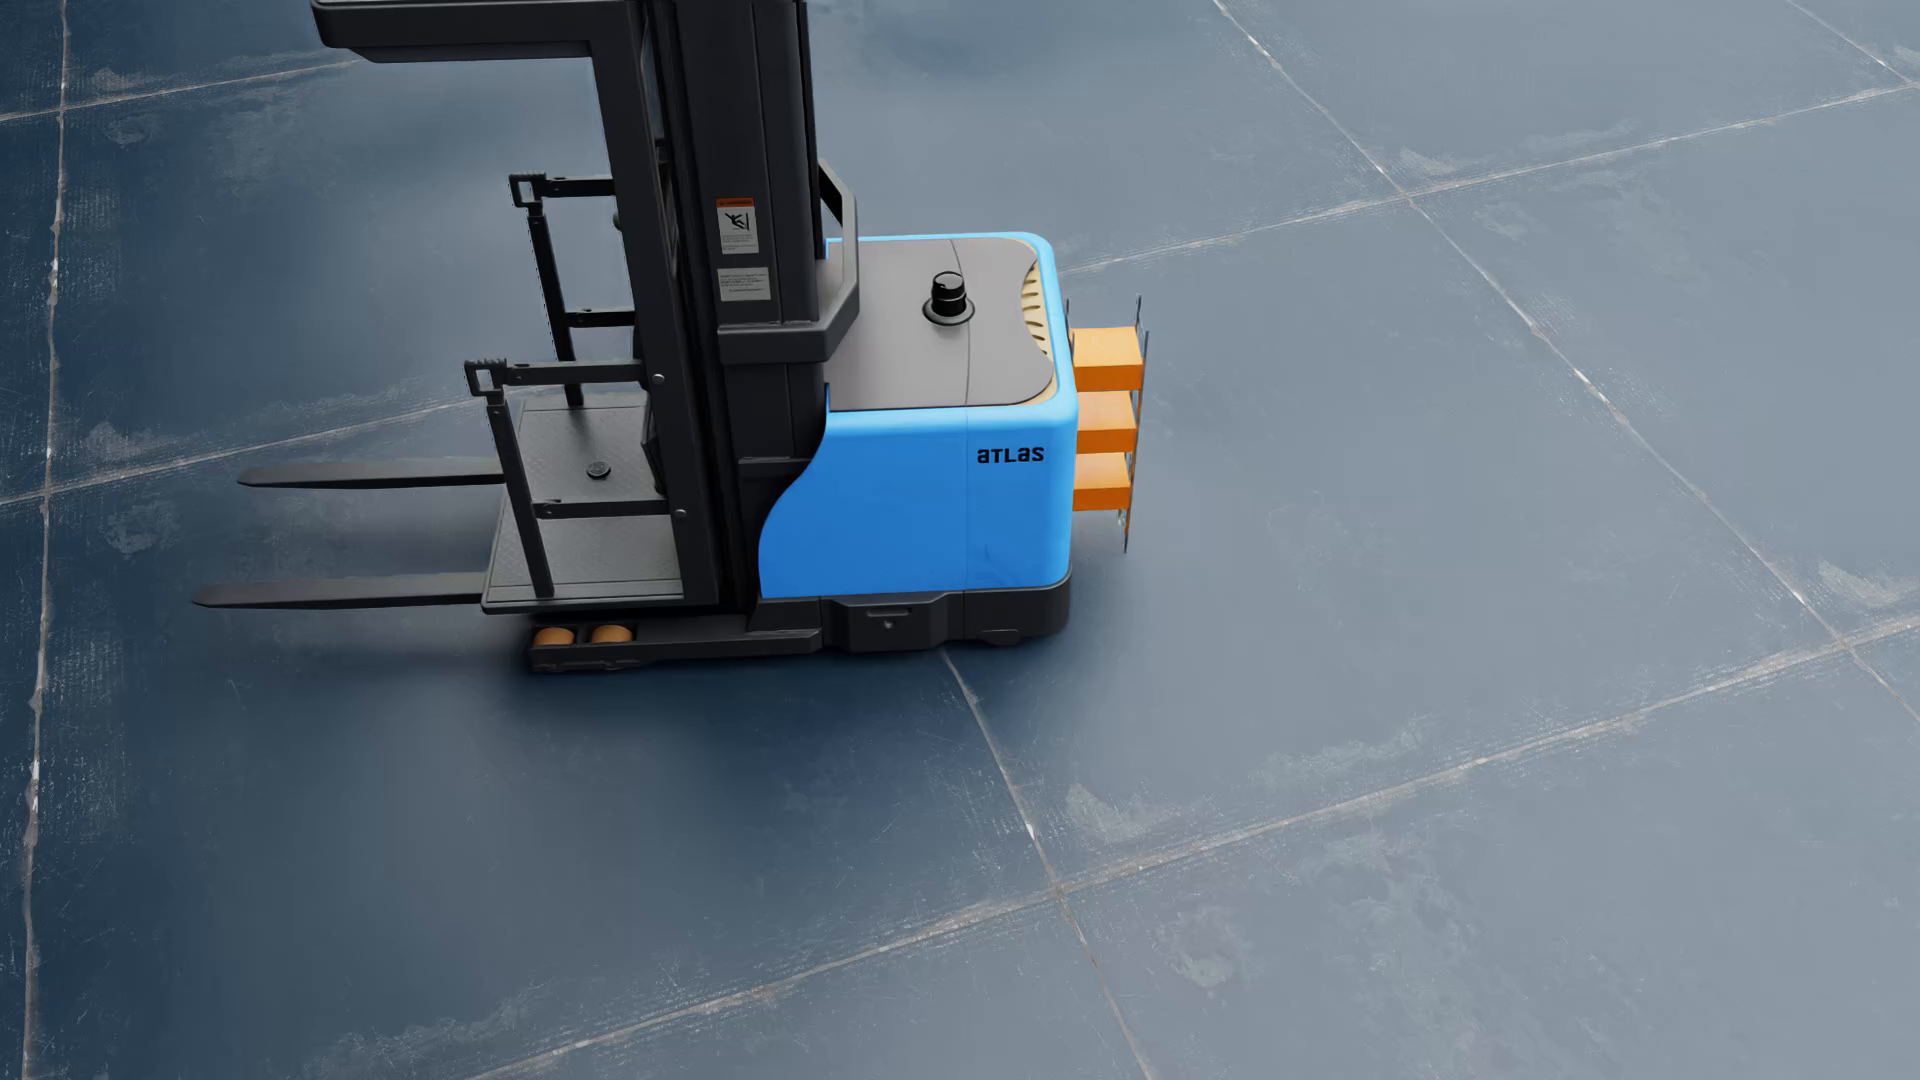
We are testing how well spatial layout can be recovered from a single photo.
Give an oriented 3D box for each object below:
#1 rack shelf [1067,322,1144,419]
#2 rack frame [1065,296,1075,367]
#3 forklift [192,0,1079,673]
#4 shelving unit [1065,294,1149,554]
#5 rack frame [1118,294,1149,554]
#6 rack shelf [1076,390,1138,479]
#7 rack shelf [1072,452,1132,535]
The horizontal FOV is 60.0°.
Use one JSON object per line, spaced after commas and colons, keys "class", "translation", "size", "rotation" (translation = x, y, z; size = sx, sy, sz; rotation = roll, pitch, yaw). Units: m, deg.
{"class": "rack shelf", "translation": [0.489, -0.575, 5.697], "size": [0.240, 0.259, 0.215], "rotation": [-2, 45, -2]}
{"class": "rack frame", "translation": [0.368, -0.377, 5.885], "size": [0.008, 1.050, 0.200], "rotation": [-2, 45, -2]}
{"class": "forklift", "translation": [-1.151, -0.961, 5.138], "size": [3.031, 2.935, 1.130], "rotation": [-2, 45, -2]}
{"class": "shelving unit", "translation": [0.489, -0.383, 5.890], "size": [0.252, 1.050, 0.215], "rotation": [-2, 45, -2]}
{"class": "rack frame", "translation": [0.611, -0.388, 5.895], "size": [0.008, 1.050, 0.200], "rotation": [-2, 45, -2]}
{"class": "rack shelf", "translation": [0.489, -0.375, 5.898], "size": [0.240, 0.259, 0.215], "rotation": [-2, 45, -2]}
{"class": "rack shelf", "translation": [0.489, -0.179, 6.094], "size": [0.240, 0.259, 0.215], "rotation": [-2, 45, -2]}
